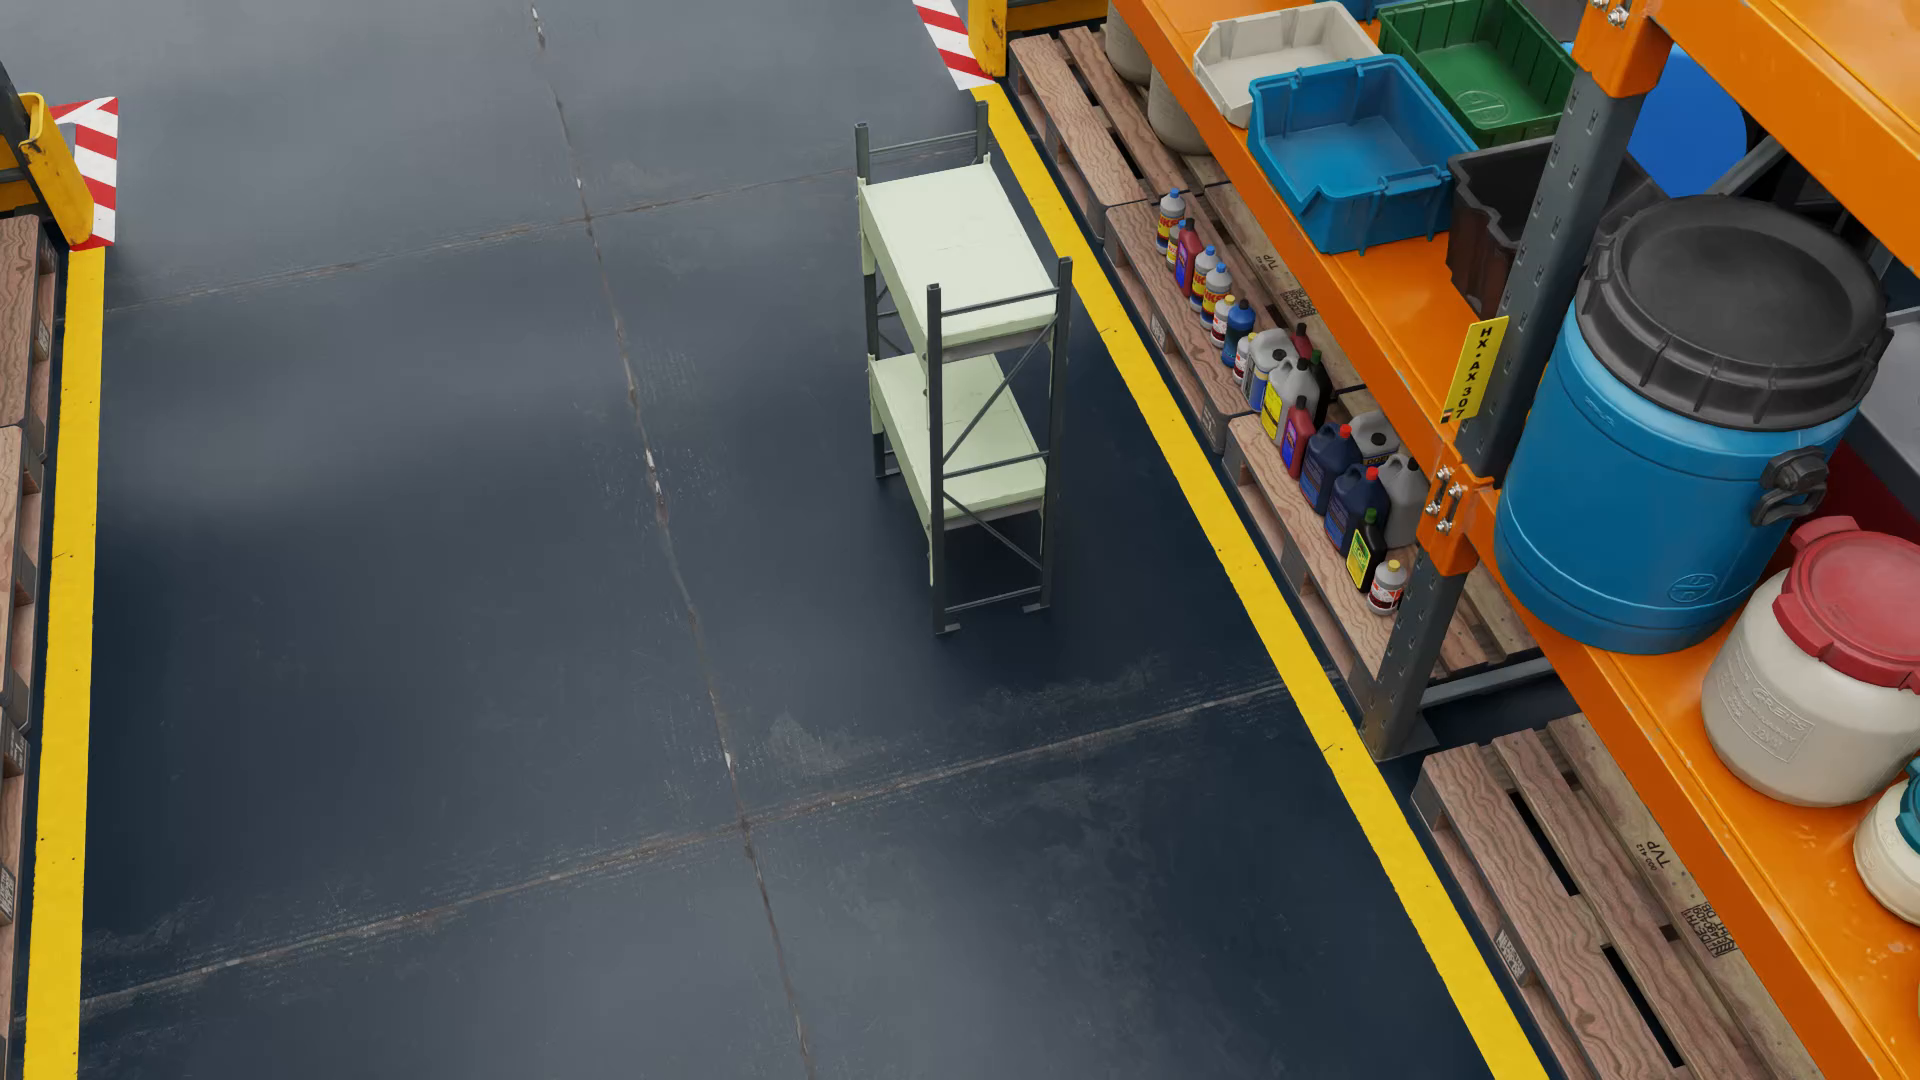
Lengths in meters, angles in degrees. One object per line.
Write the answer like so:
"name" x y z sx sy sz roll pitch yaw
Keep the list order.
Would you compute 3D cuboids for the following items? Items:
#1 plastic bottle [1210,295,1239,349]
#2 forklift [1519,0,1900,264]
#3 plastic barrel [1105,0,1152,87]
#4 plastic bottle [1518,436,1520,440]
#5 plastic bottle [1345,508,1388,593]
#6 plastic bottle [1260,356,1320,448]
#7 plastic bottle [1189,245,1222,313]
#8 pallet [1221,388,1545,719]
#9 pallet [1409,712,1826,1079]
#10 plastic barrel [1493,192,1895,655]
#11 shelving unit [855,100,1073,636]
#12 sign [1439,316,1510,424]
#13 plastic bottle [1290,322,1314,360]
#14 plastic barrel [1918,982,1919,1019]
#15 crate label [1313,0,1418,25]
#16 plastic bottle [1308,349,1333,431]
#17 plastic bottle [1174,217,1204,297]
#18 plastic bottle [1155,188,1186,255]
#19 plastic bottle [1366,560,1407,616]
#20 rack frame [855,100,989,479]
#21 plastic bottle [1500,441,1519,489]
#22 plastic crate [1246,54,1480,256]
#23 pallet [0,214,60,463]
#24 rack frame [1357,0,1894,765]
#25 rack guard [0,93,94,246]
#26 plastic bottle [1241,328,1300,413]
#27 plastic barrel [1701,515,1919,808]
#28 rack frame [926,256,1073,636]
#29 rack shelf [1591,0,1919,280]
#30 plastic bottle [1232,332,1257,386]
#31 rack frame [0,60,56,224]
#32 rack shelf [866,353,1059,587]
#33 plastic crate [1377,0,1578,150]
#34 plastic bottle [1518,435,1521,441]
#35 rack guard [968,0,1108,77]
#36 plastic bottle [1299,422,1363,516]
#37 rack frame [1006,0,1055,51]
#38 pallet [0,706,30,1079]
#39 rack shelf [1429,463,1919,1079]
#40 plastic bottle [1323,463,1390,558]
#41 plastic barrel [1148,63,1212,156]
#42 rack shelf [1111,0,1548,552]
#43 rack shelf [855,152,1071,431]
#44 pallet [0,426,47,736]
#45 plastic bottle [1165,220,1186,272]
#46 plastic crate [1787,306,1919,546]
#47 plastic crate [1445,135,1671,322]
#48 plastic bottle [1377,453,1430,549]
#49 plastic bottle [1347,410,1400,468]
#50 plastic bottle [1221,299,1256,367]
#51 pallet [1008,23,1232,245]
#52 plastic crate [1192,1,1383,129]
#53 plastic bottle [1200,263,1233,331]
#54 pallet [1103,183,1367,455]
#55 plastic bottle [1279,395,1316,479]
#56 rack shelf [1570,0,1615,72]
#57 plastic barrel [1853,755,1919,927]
"plastic bottle" 0.963 -0.798 6.003 0.097 0.201 0.097 0 50 0
"forklift" 3.348 -2.424 5.877 3.031 2.935 1.130 -4 50 -3
"plastic barrel" 0.831 -2.218 7.011 0.421 0.512 0.421 0 50 0
"plastic bottle" 1.767 -0.366 5.541 0.144 0.351 0.185 -13 51 -11
"plastic bottle" 1.289 0.030 5.252 0.061 0.283 0.133 -11 51 -9
"plastic bottle" 1.129 -0.496 5.651 0.144 0.351 0.185 -14 51 -11
"plastic bottle" 0.904 -0.966 6.099 0.097 0.271 0.097 0 50 0
"pallet" 1.588 -0.028 5.636 1.003 0.211 1.213 -13 51 -11
"pallet" 2.016 1.037 4.738 1.003 0.211 1.213 -13 51 -11
"plastic barrel" 1.572 -0.238 3.661 0.600 0.901 0.708 -13 51 -11
"shelving unit" -0.002 -0.488 5.181 0.431 1.500 0.755 -13 51 -11
"sign" 1.218 -0.400 3.944 0.100 0.325 0.005 -13 51 -11
"plastic bottle" 1.186 -0.618 5.798 0.061 0.283 0.133 -13 51 -11
"plastic barrel" 2.037 0.814 3.013 0.433 0.535 0.433 0 50 0
"crate label" 1.367 -2.077 5.516 0.502 0.435 0.616 -13 51 -11
"plastic bottle" 1.219 -0.516 5.712 0.061 0.283 0.133 -13 51 -11
"plastic bottle" 0.852 -1.050 6.163 0.061 0.283 0.133 -13 51 -10
"plastic bottle" 0.802 -1.216 6.310 0.097 0.271 0.097 0 50 0
"plastic bottle" 1.342 0.139 5.214 0.097 0.201 0.097 0 50 0
"rack frame" -0.110 -0.756 5.406 0.400 1.500 0.023 -13 51 -11
"plastic bottle" 1.848 -0.230 5.471 0.061 0.283 0.133 -13 51 -11
"plastic crate" 1.160 -1.126 4.834 0.499 0.251 0.616 -13 51 -11
"pallet" -3.939 -0.673 6.179 1.003 0.211 1.213 -13 51 -11
"rack frame" 1.747 -0.427 4.148 1.000 3.000 0.127 -13 51 -11
"rack guard" -4.145 -1.367 6.576 1.175 0.500 0.348 -13 51 -11
"plastic bottle" 1.084 -0.592 5.781 0.152 0.276 0.135 -12 51 -10
"plastic barrel" 1.820 0.278 3.465 0.433 0.535 0.433 0 50 0
"rack frame" 0.106 -0.221 4.955 0.400 1.500 0.023 -13 51 -11
"rack shelf" 2.338 0.299 2.045 1.077 0.370 4.000 -13 51 -11
"plastic bottle" 1.023 -0.648 5.877 0.097 0.201 0.097 0 50 0
"rack frame" -4.168 -2.228 5.667 1.000 3.000 0.127 -13 51 -11
"rack shelf" -0.002 -0.278 5.430 0.431 0.370 0.720 -13 51 -11
"plastic crate" 1.615 -1.414 5.119 0.450 0.188 0.662 -13 51 -11
"plastic bottle" 1.904 -0.398 5.569 0.144 0.351 0.185 -12 51 -10
"rack guard" 0.631 -2.498 7.529 1.175 0.500 0.348 -13 51 -11
"plastic bottle" 1.224 -0.260 5.452 0.144 0.351 0.185 -16 52 -13
"rack frame" 0.564 -3.348 6.611 1.000 3.000 0.127 -13 51 -11
"pallet" -3.217 1.109 4.677 1.003 0.211 1.213 -13 51 -11
"rack shelf" 2.338 1.266 3.192 1.077 0.370 4.000 -13 51 -11
"plastic bottle" 1.281 -0.120 5.334 0.144 0.351 0.185 -15 51 -12
"plastic barrel" 0.980 -1.852 6.702 0.421 0.512 0.421 0 50 0
"rack shelf" 1.155 -1.656 5.654 1.077 0.370 4.000 -13 51 -11
"rack shelf" -0.002 -0.740 4.882 0.431 0.370 0.720 -13 51 -11
"pallet" -3.582 0.217 5.429 1.003 0.211 1.213 -13 51 -11
"plastic bottle" 0.833 -1.118 6.273 0.097 0.201 0.097 0 50 0
"plastic crate" 2.182 -0.163 3.884 0.402 0.464 0.583 -13 51 -11
"plastic crate" 1.713 -0.818 4.518 0.767 0.338 0.504 -13 51 -11
"plastic bottle" 1.419 -0.153 5.362 0.144 0.351 0.185 -13 51 -11
"plastic bottle" 1.358 -0.288 5.525 0.152 0.276 0.135 -13 51 -11
"plastic bottle" 0.993 -0.745 5.913 0.097 0.271 0.097 0 50 0
"pallet" 0.866 -1.810 7.138 1.003 0.211 1.213 -13 51 -11
"plastic crate" 1.025 -1.471 5.200 0.530 0.136 0.437 -13 51 -11
"plastic bottle" 0.933 -0.893 6.037 0.097 0.271 0.097 0 50 0
"pallet" 1.224 -0.921 6.388 1.003 0.211 1.213 -13 51 -11
"plastic bottle" 1.136 -0.348 5.570 0.061 0.283 0.133 -10 51 -9
"rack shelf" 1.155 -2.623 4.508 1.077 0.370 4.000 -13 51 -11
"plastic barrel" 1.992 0.619 3.357 0.301 0.262 0.301 0 50 0
